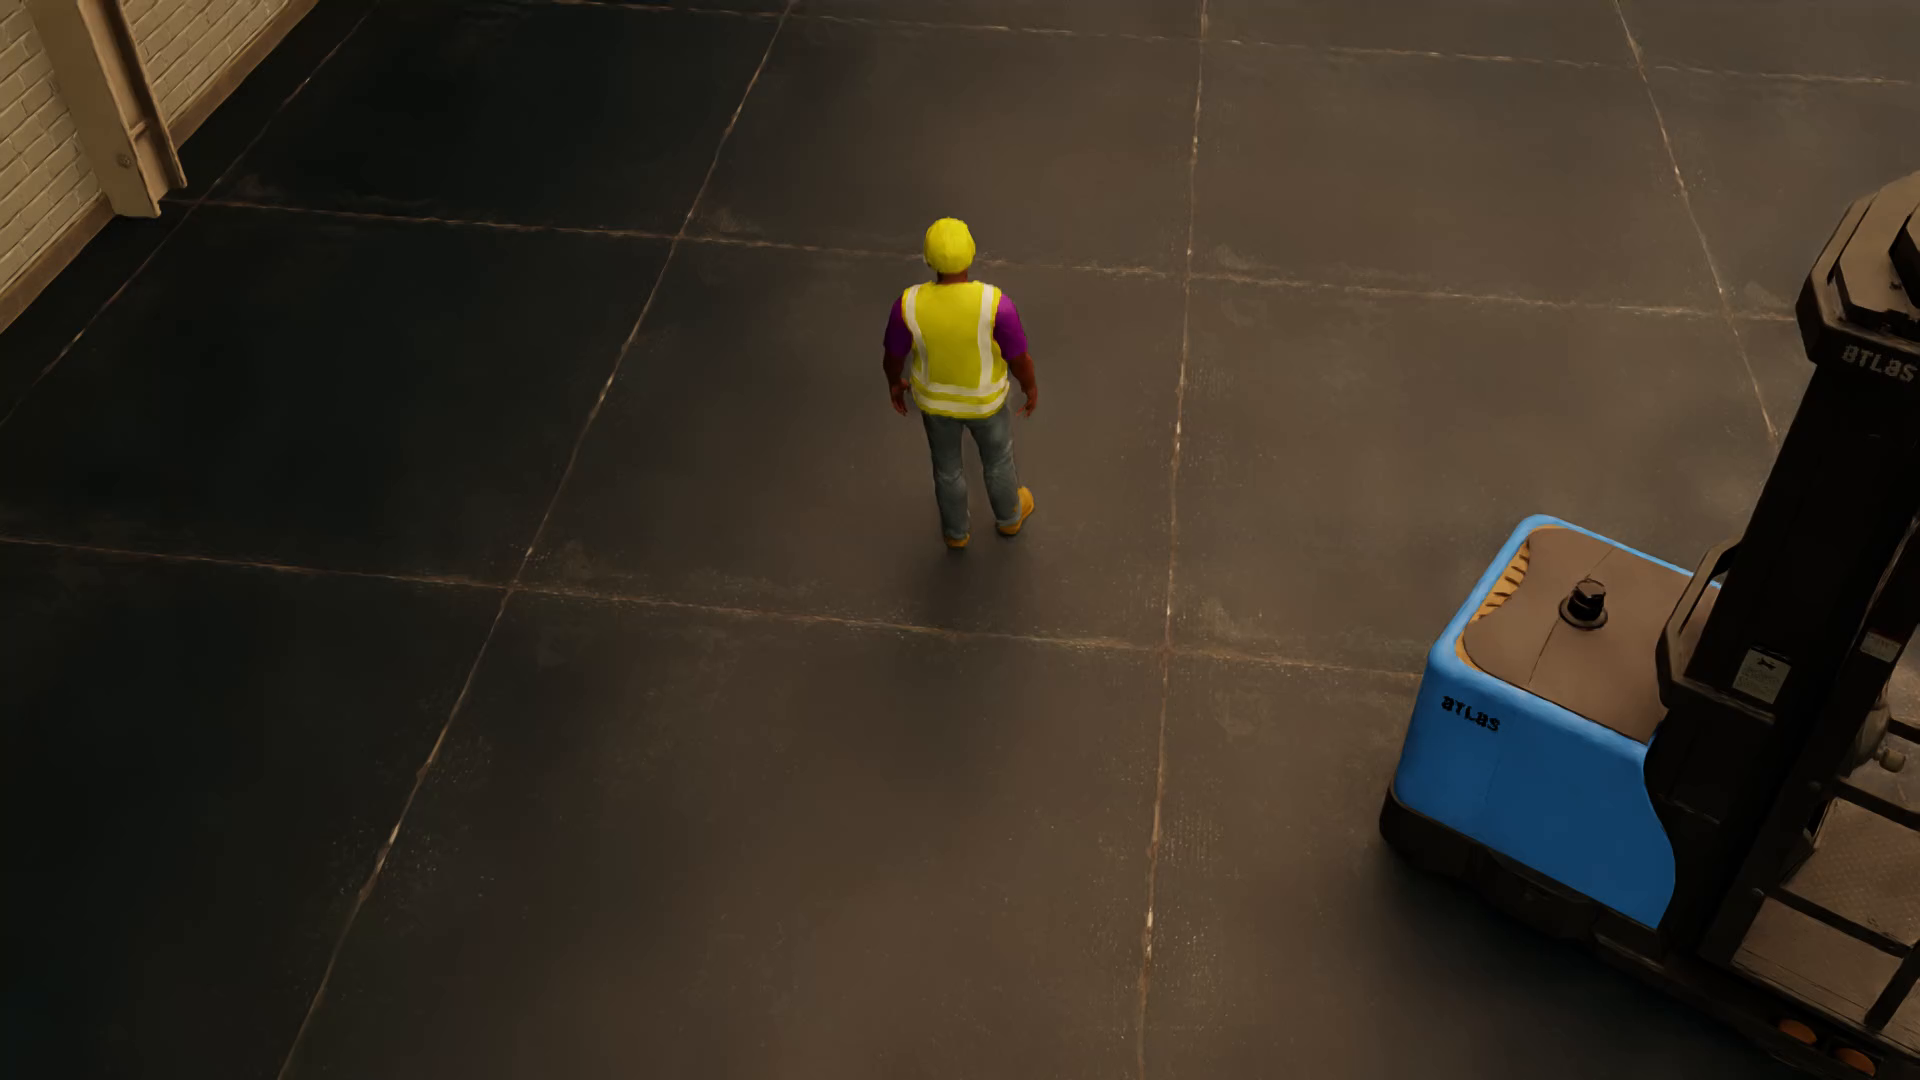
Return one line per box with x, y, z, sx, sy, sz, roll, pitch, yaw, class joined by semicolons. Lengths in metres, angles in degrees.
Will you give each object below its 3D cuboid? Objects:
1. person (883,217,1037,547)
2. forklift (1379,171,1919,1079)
0.015;-0.702;7.339;0.665;1.766;0.576;5;43;6;person
3.144;0.435;5.251;3.031;2.935;1.130;26;49;25;forklift
